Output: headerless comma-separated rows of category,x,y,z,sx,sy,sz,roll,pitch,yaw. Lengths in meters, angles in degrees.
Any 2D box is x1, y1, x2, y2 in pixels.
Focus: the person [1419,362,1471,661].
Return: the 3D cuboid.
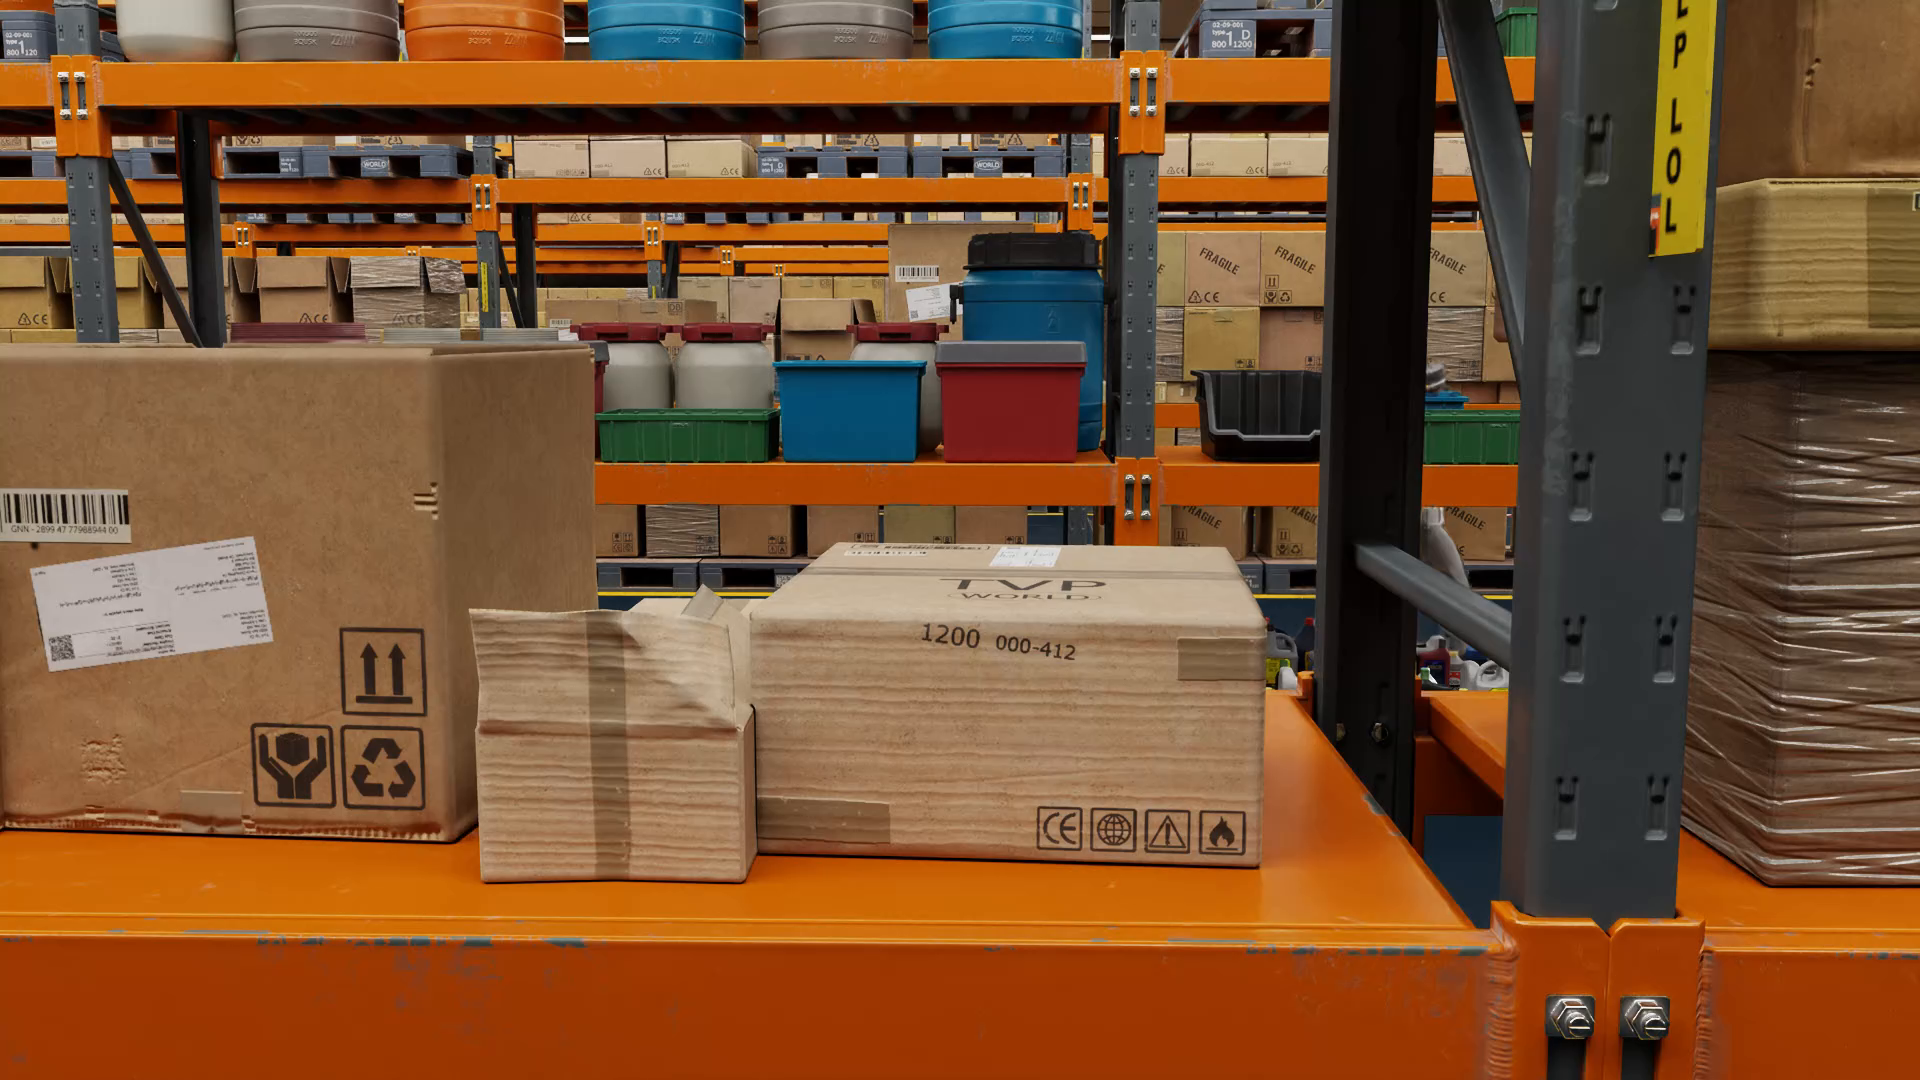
person,2.256,-0.075,8.315,1.050,1.625,0.513,0,7,2
